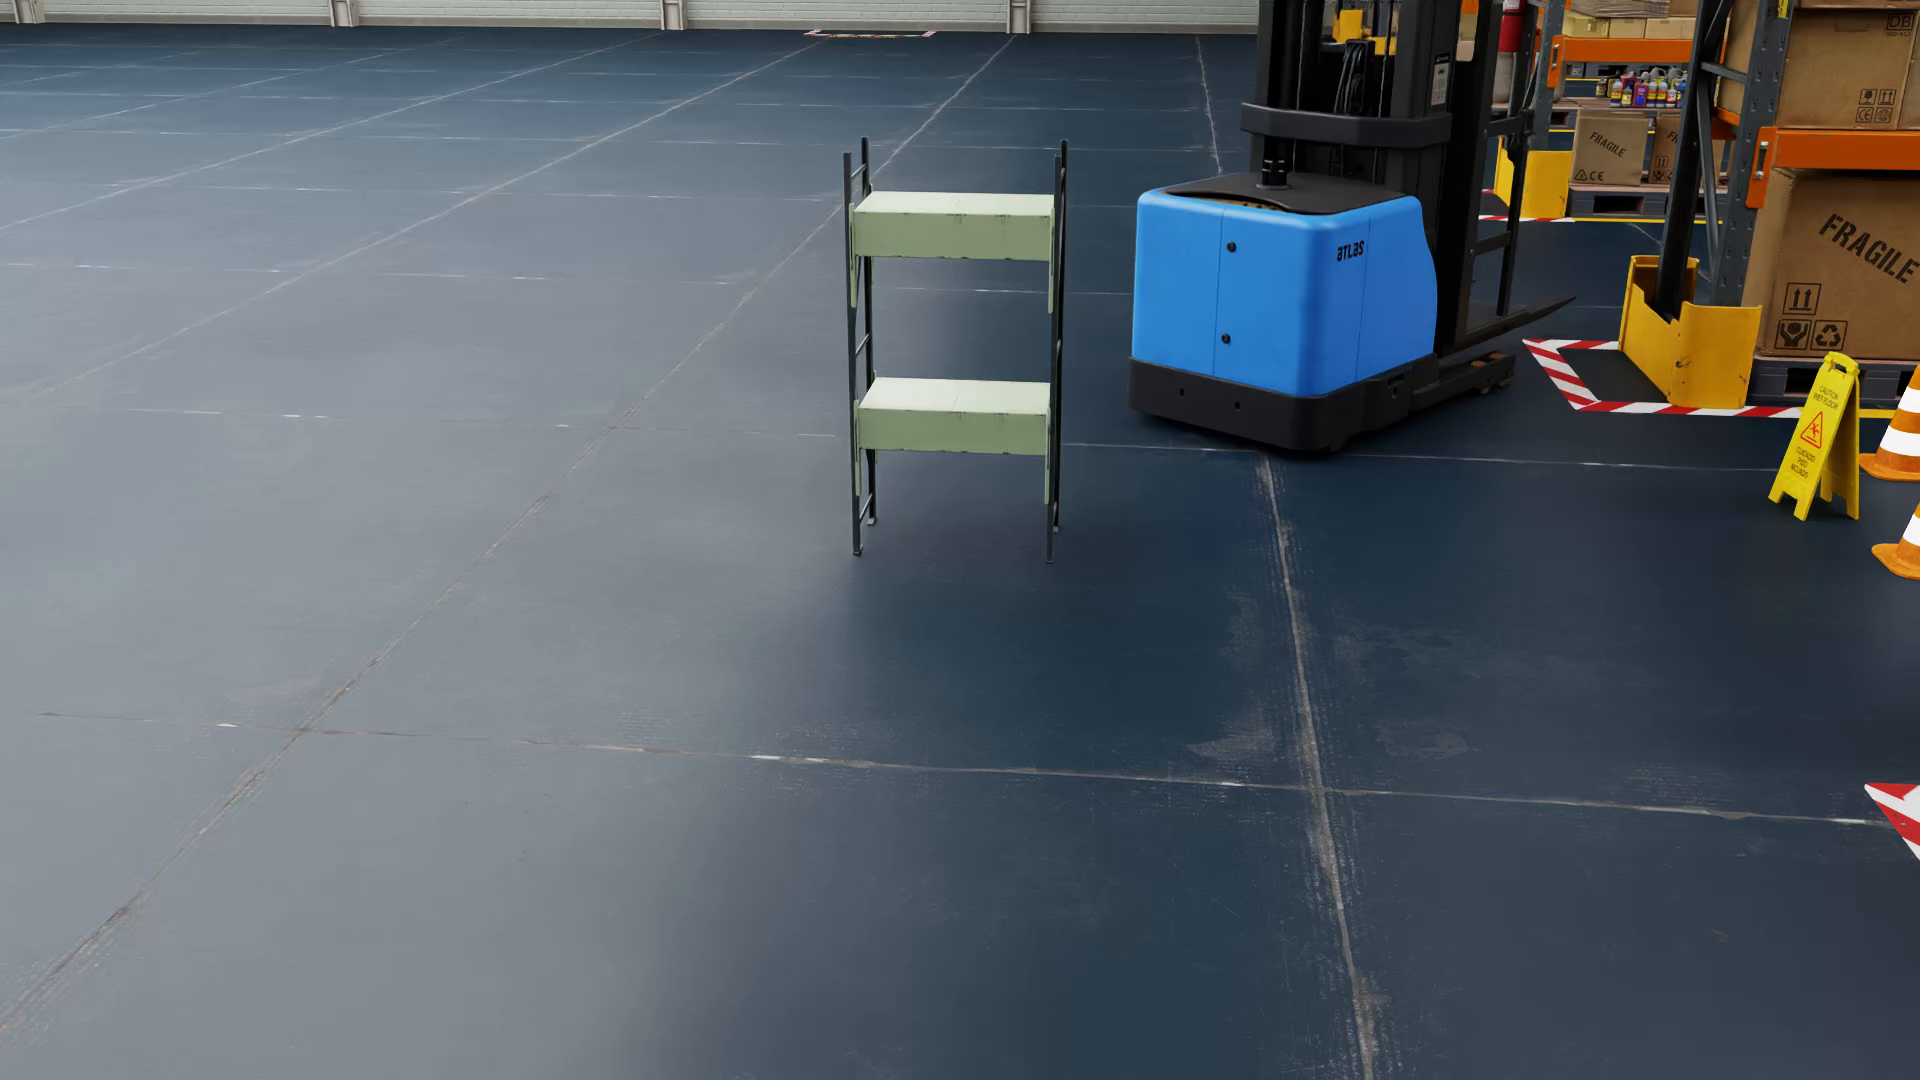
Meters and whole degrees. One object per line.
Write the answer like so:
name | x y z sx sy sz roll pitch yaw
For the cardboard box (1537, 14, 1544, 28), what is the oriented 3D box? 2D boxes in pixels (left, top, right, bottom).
cardboard box | 7.577 -6.761 21.610 0.500 0.500 0.500 2 22 6

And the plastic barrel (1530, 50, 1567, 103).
plastic barrel | 6.155 -4.874 17.500 0.421 0.512 0.421 0 22 0

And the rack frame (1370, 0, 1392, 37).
rack frame | 5.581 -7.666 21.750 0.127 3.000 1.000 2 22 6

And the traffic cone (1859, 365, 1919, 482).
traffic cone | 4.088 -0.521 7.129 0.334 0.463 0.336 2 22 6

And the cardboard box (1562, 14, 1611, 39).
cardboard box | 4.666 -3.833 12.397 0.250 0.149 0.380 2 22 6

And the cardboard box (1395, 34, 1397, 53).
cardboard box | 6.148 -6.667 22.392 0.500 0.250 0.500 2 22 6

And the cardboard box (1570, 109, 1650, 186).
cardboard box | 5.029 -3.049 12.900 0.500 0.500 0.500 7 23 16

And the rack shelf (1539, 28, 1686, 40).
rack shelf | 6.397 -3.752 12.466 3.809 0.052 0.919 2 22 6

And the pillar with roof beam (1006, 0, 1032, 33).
pillar with roof beam | 0.492 -11.238 22.625 0.400 9.000 9.100 2 22 6

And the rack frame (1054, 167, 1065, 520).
rack frame | 0.357 -0.681 6.124 0.010 1.308 0.380 2 22 6

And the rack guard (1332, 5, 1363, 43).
rack guard | 6.236 -8.309 26.776 0.348 0.500 1.175 2 22 6

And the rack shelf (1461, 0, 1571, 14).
rack shelf | 6.980 -5.436 17.089 4.000 0.370 1.077 2 22 6

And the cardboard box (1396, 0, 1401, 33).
cardboard box | 6.148 -7.017 22.256 0.500 0.500 0.500 2 22 6

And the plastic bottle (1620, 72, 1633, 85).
plastic bottle | 7.117 -4.855 17.747 0.135 0.276 0.152 3 22 7

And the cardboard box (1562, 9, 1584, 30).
cardboard box | 4.719 -3.995 12.807 0.250 0.149 0.380 2 22 6

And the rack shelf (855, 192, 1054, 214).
rack shelf | -0.007 -1.152 5.985 0.686 0.124 0.368 2 22 6

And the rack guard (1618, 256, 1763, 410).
rack guard | 3.703 -1.081 8.495 0.348 0.500 1.175 2 22 6

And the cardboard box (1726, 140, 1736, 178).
cardboard box | 6.247 -3.001 12.781 0.500 0.500 0.500 5 22 11

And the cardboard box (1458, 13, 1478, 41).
cardboard box | 9.523 -6.671 21.382 6.424 0.500 0.536 2 22 6

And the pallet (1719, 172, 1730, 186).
pallet | 6.498 -2.647 12.849 1.213 0.211 1.003 2 22 6

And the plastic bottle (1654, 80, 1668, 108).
plastic bottle | 7.198 -4.582 17.062 0.097 0.271 0.097 0 22 0

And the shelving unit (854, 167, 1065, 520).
shelving unit | -0.001 -0.698 6.164 0.731 1.308 0.431 2 22 6

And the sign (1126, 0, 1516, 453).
sign | 1.766 -2.000 7.654 2.025 2.768 2.177 2 22 6

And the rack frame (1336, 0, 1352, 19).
rack frame | 5.579 -8.976 21.245 0.127 5.808 10.885 2 22 6

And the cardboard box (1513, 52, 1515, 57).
cardboard box | 7.081 -6.436 21.808 0.500 0.250 0.500 2 22 6

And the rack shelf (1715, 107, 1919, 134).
rack shelf | 5.713 -1.946 7.897 3.809 0.052 0.919 2 22 6

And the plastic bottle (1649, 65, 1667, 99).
plastic bottle | 7.419 -4.878 17.703 0.185 0.351 0.144 3 22 9

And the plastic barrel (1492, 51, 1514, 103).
plastic barrel | 5.657 -4.895 17.555 0.421 0.512 0.421 0 22 0

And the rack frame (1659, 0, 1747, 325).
rack frame | 3.728 -2.244 8.035 0.053 2.616 0.949 2 22 6

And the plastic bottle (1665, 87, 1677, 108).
plastic bottle | 7.296 -4.545 17.064 0.097 0.201 0.097 0 22 0

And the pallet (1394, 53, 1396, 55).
pallet | 6.345 -6.351 22.218 1.213 0.211 1.003 2 22 6

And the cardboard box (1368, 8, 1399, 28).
cardboard box | 6.837 -8.366 26.580 0.500 0.311 0.500 0 22 0

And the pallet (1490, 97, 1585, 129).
pallet | 5.881 -4.537 17.630 1.213 0.211 1.003 2 22 6

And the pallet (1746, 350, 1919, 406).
pallet | 4.531 -0.940 8.530 1.213 0.211 1.003 2 22 6

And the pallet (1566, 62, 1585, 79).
pallet | 7.553 -6.298 22.082 1.213 0.211 1.003 2 22 6

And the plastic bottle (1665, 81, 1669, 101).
plastic bottle | 7.449 -4.763 17.615 0.097 0.201 0.097 0 22 0

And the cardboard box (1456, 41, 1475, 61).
cardboard box | 6.584 -6.458 21.863 0.500 0.250 0.500 2 22 6

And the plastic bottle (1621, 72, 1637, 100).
plastic bottle | 7.105 -4.820 17.647 0.133 0.283 0.061 2 22 6

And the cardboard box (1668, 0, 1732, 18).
cardboard box | 5.465 -4.222 12.499 0.500 0.500 0.875 2 22 6

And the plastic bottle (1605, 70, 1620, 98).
plastic bottle | 6.988 -4.881 17.802 0.133 0.283 0.061 3 22 8

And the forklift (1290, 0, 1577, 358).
forklift | 2.167 -2.202 8.023 1.121 2.935 3.031 19 29 40

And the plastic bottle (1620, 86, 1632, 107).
plastic bottle | 6.861 -4.564 17.112 0.097 0.201 0.097 0 22 0

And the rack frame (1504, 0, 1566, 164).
rack frame | 4.411 -4.049 12.602 0.127 3.000 1.000 2 22 6

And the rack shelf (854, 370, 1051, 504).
rack shelf | -0.007 -0.395 6.285 0.720 0.370 0.431 2 22 6

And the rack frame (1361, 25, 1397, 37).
rack frame | 7.038 -8.126 26.708 1.213 0.211 1.003 2 22 6

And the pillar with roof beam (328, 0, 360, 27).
pillar with roof beam | -11.424 -11.757 23.939 0.400 9.000 9.100 2 22 6

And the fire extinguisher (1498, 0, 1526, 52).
fire extinguisher | 4.352 -4.186 13.054 0.183 0.674 0.296 2 22 6

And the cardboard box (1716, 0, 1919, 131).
cardboard box | 4.101 -2.313 8.006 0.550 0.550 0.875 2 22 6

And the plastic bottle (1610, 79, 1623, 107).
plastic bottle | 6.758 -4.601 17.110 0.097 0.271 0.097 0 22 0

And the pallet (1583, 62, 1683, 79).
pallet | 8.768 -6.246 21.951 1.213 0.211 1.003 2 22 6

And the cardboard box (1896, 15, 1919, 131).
cardboard box | 4.650 -2.297 7.966 0.550 0.550 0.875 2 22 6

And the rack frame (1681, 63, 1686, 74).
rack frame | 9.553 -7.493 21.312 0.127 3.000 1.000 2 22 6

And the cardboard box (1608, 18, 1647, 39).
cardboard box | 4.912 -3.815 12.352 0.250 0.149 0.380 2 22 6

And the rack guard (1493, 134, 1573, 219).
rack guard | 4.487 -2.883 13.053 0.348 0.500 1.175 2 22 6
